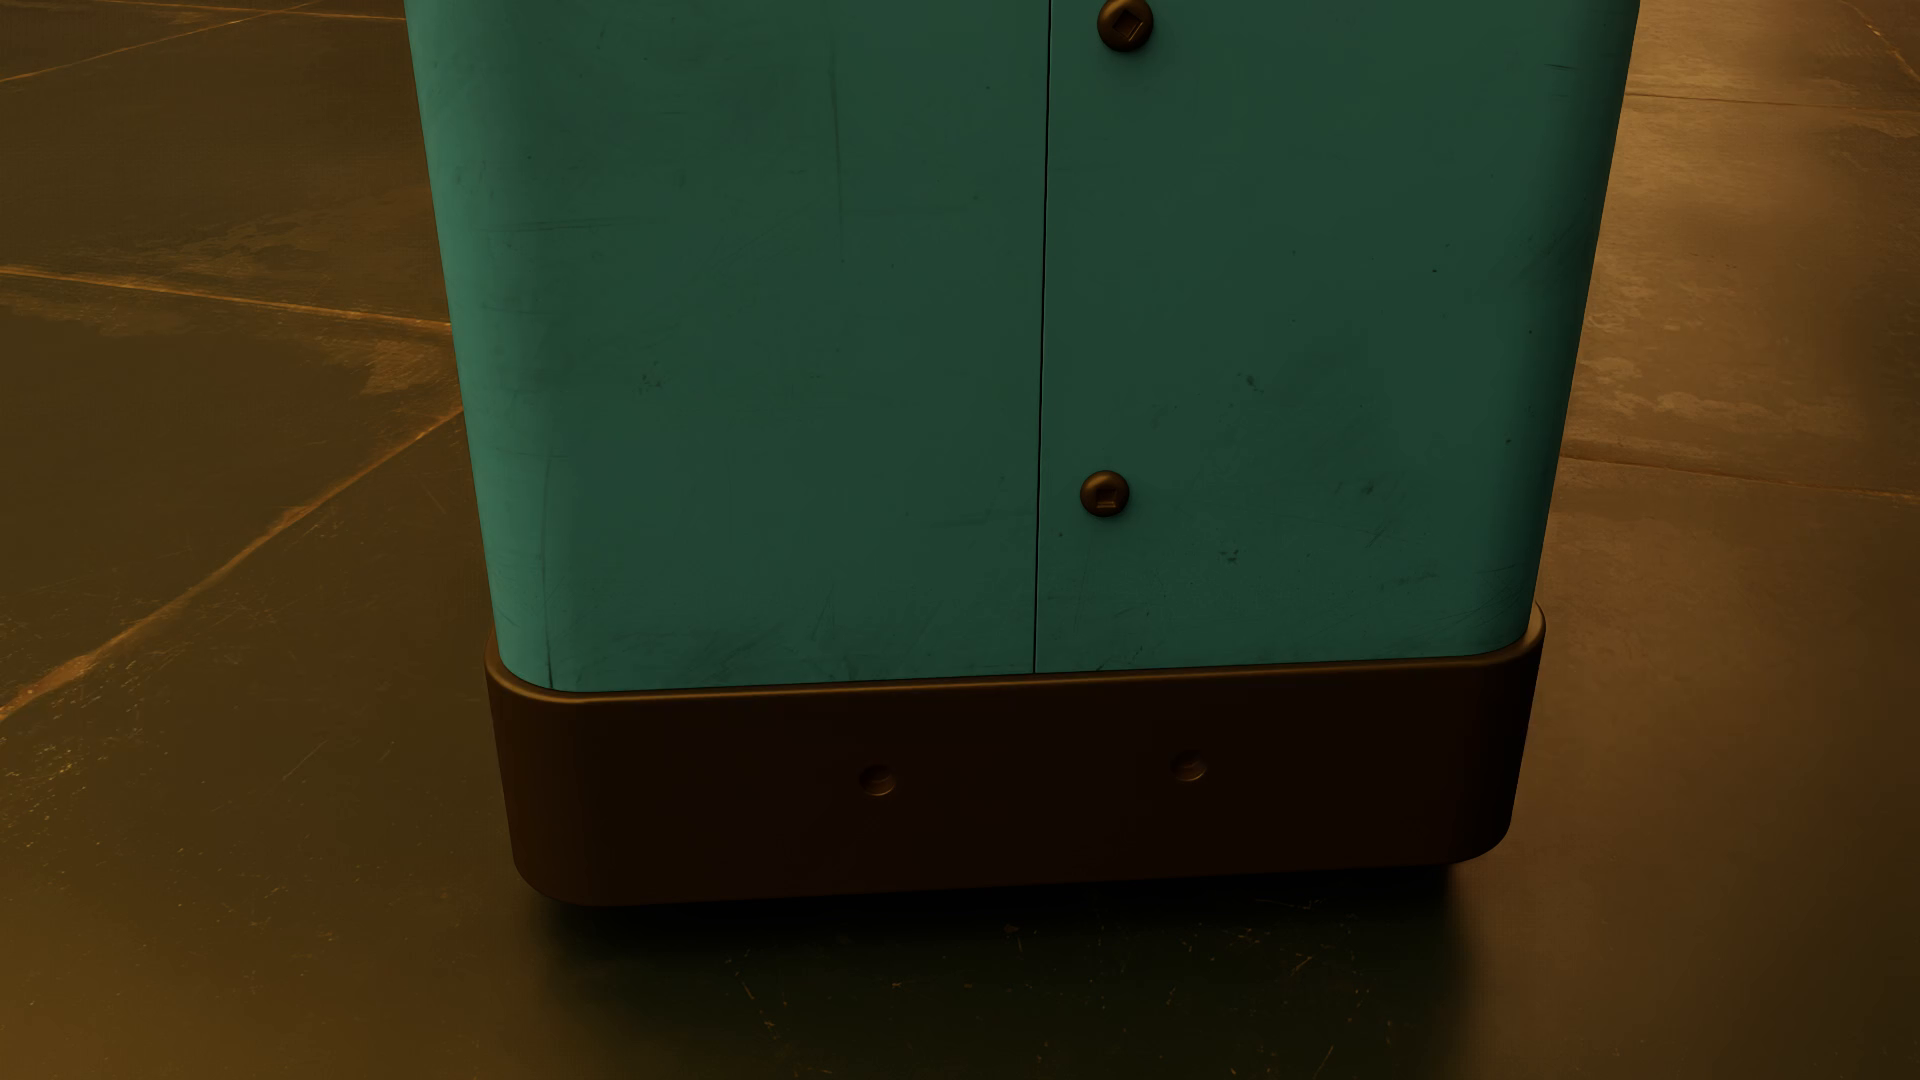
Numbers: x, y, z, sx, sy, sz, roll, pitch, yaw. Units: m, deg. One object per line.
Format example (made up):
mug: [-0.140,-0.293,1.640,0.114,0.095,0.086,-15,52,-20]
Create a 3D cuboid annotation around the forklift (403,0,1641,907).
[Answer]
forklift: [-0.048,-1.581,2.374,1.130,2.935,3.031,-2,27,-4]
